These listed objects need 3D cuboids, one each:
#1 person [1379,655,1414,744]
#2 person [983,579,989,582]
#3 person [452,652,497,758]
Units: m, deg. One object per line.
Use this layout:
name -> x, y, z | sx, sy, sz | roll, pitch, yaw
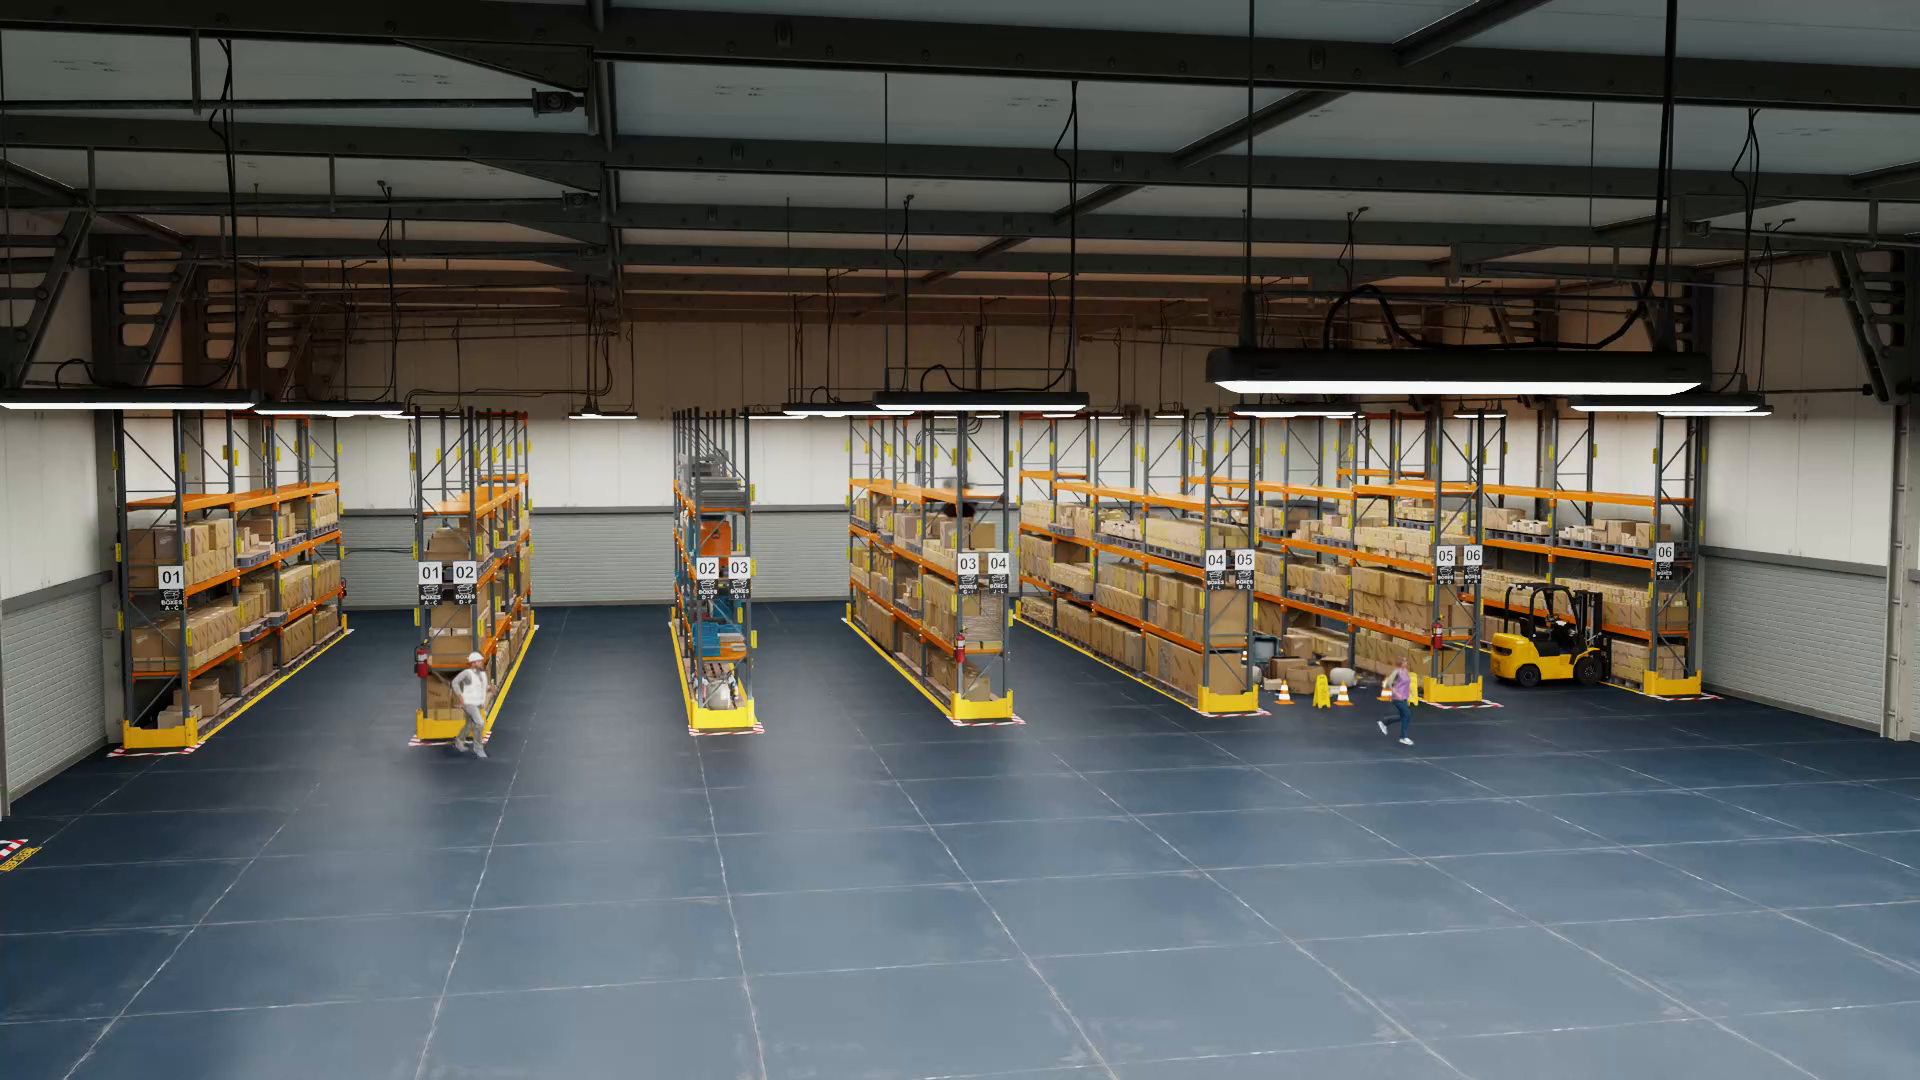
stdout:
person -> 7.793, 2.836, 29.708 | 0.705, 1.577, 0.557 | 3, 5, 38
person -> 0.662, 1.544, 47.572 | 0.503, 1.619, 0.777 | 0, 4, -2
person -> -8.349, 2.823, 28.521 | 0.873, 1.816, 0.597 | 1, 4, 19
